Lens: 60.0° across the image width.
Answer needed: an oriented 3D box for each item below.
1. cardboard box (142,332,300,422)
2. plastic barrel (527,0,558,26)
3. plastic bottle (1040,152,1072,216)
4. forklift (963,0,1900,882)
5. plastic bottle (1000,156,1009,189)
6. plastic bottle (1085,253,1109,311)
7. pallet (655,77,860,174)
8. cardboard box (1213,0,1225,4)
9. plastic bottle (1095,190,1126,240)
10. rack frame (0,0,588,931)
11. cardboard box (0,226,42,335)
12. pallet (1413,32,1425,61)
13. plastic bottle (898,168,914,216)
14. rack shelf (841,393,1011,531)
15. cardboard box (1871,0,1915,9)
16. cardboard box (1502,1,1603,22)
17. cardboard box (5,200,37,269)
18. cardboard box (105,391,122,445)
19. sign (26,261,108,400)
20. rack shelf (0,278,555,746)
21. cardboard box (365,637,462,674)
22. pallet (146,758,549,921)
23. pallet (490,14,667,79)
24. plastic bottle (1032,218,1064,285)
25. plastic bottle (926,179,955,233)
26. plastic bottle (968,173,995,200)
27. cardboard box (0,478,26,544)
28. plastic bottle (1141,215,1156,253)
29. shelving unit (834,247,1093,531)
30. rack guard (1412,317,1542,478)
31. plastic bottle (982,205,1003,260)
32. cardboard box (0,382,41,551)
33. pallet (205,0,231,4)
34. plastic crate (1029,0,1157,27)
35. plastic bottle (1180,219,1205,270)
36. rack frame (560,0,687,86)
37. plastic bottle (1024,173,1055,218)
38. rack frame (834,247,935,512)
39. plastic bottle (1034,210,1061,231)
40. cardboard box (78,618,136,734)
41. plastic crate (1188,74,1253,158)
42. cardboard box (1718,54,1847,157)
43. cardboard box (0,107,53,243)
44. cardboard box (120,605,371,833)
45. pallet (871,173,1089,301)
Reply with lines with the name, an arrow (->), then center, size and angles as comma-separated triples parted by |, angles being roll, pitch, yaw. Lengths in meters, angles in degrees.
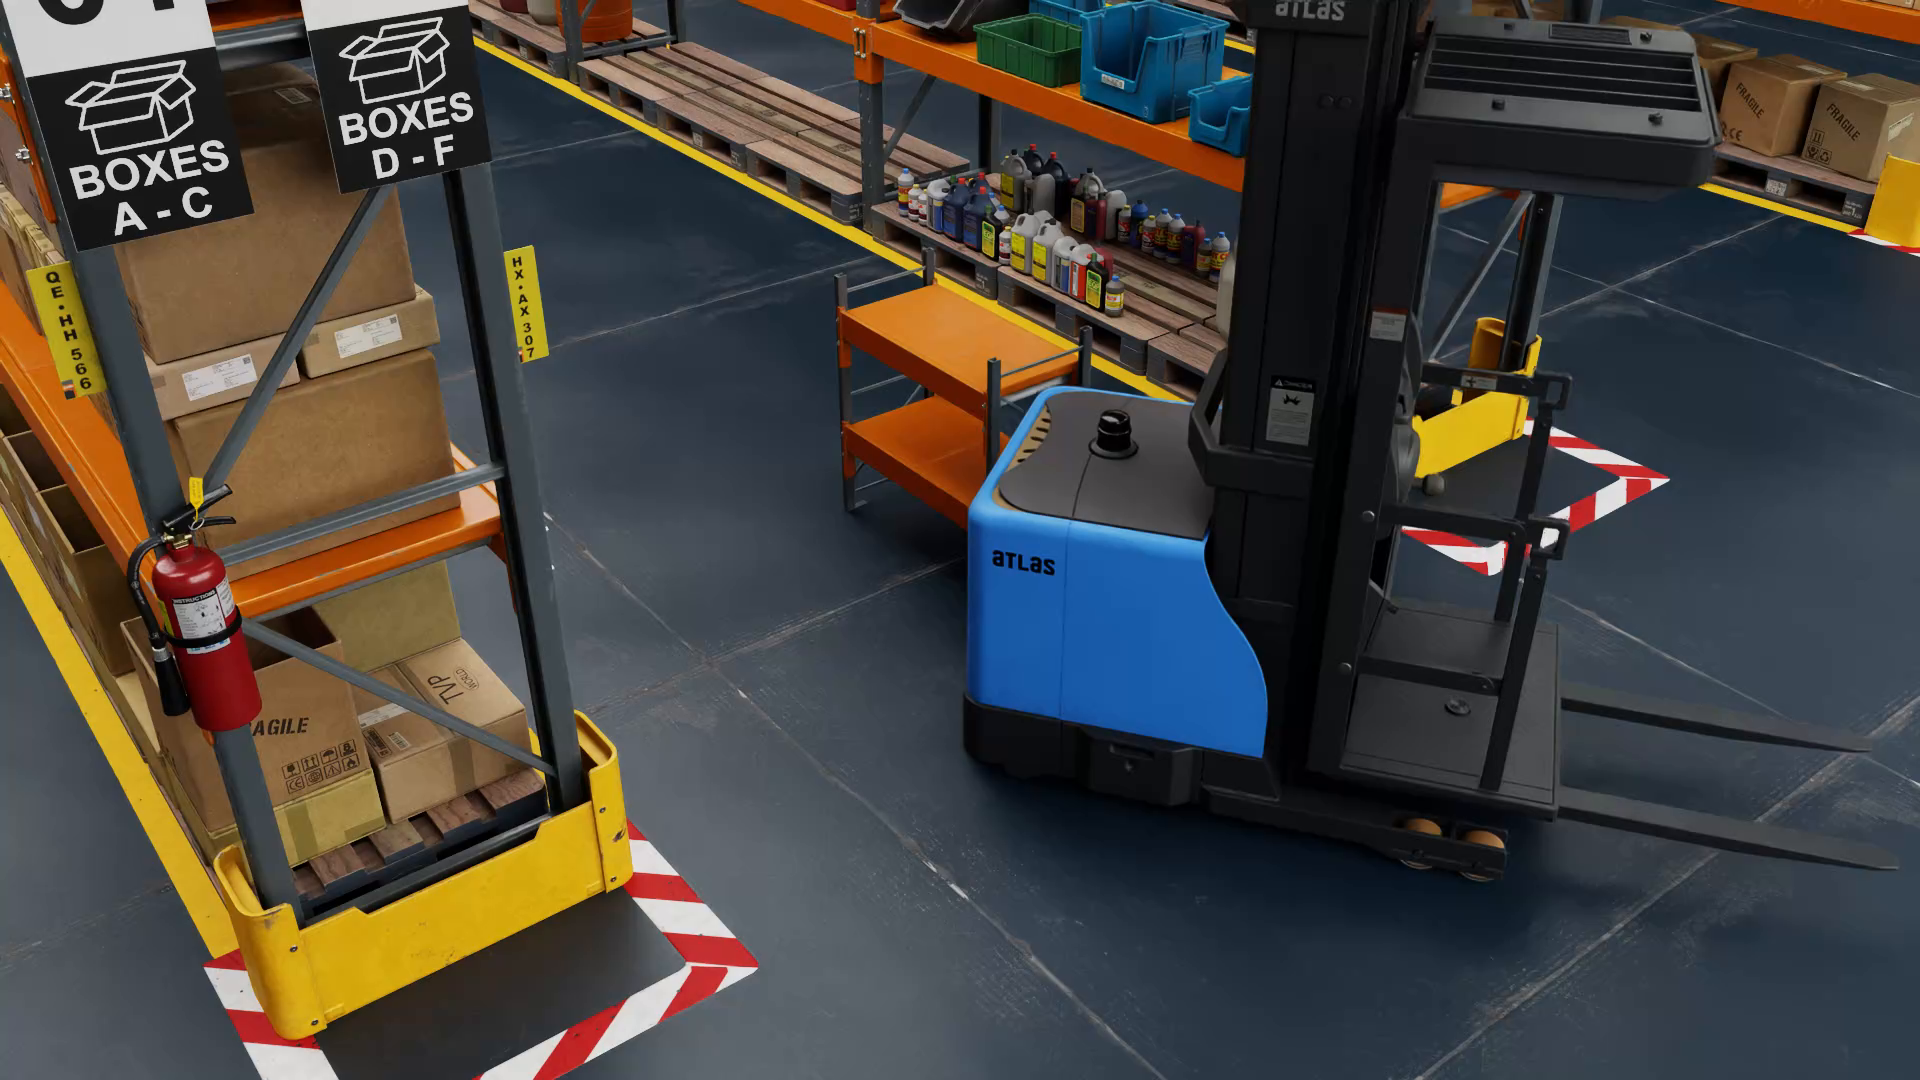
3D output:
cardboard box -> -2.017, -0.477, 4.466 | 0.380, 0.149, 0.250 | -23, 39, -32
plastic barrel -> -3.354, -4.523, 13.649 | 0.421, 0.512, 0.421 | 0, 32, 0
plastic bottle -> 0.570, -2.136, 9.940 | 0.144, 0.351, 0.185 | -24, 39, -34
forklift -> 1.586, -0.442, 5.184 | 3.031, 2.935, 1.130 | 10, 33, 15
plastic bottle -> 0.298, -2.277, 10.309 | 0.097, 0.201, 0.097 | 0, 32, 0
plastic bottle -> 0.724, -1.362, 8.757 | 0.061, 0.283, 0.133 | -21, 38, -30
pallet -> -1.435, -2.969, 11.830 | 1.003, 0.211, 1.213 | -22, 38, -31
cardboard box -> 2.419, -4.990, 14.394 | 0.700, 0.500, 0.500 | -19, 37, -28
plastic bottle -> 0.864, -1.901, 9.632 | 0.152, 0.276, 0.135 | -22, 38, -31
rack frame -> -1.633, -0.062, 4.506 | 1.000, 3.000, 0.127 | -22, 38, -31
cardboard box -> -3.175, -1.160, 6.180 | 0.700, 0.500, 0.500 | -22, 38, -31
pallet -> 3.263, -4.072, 13.605 | 1.003, 0.211, 1.213 | -22, 38, -31
plastic bottle -> -0.321, -2.083, 9.930 | 0.097, 0.271, 0.097 | 0, 32, 0
rack shelf -> -0.004, -0.273, 7.087 | 0.538, 0.278, 1.000 | -22, 38, -31
cardboard box -> 5.704, -3.315, 9.982 | 0.380, 0.149, 0.250 | -22, 38, -31
cardboard box -> 4.313, -3.633, 12.227 | 0.500, 0.500, 0.500 | -11, 33, -16
cardboard box -> -2.813, -1.016, 5.334 | 0.380, 0.149, 0.250 | -21, 38, -30
cardboard box -> -2.235, -0.520, 5.150 | 0.700, 0.500, 0.500 | -21, 38, -30
sign -> -2.070, -0.484, 3.865 | 0.100, 0.325, 0.005 | -22, 38, -31
rack shelf -> -2.859, -0.590, 6.038 | 1.077, 0.370, 4.000 | -22, 38, -31
cardboard box -> -2.095, 0.425, 5.930 | 0.500, 0.250, 0.500 | -22, 38, -31
pallet -> -2.135, 0.818, 5.733 | 1.003, 0.211, 1.213 | -22, 38, -31
pallet -> -3.140, -4.127, 13.695 | 1.003, 0.211, 1.213 | -22, 38, -31
plastic bottle -> 0.487, -1.587, 9.056 | 0.144, 0.351, 0.185 | -21, 37, -29
plastic bottle -> -0.101, -1.959, 9.726 | 0.152, 0.276, 0.135 | -21, 37, -30
plastic bottle -> 0.111, -1.967, 9.668 | 0.144, 0.351, 0.185 | -22, 38, -31
cardboard box -> -3.738, -0.238, 6.998 | 0.500, 0.250, 0.500 | -22, 38, -31
plastic bottle -> 1.085, -1.743, 9.449 | 0.097, 0.201, 0.097 | 0, 32, 0
shelving unit -> -0.004, -0.481, 6.958 | 0.538, 1.125, 1.048 | -22, 38, -31
rack guard -> 2.199, -0.617, 7.770 | 1.175, 0.500, 0.348 | -22, 38, -31
plastic bottle -> 0.181, -1.731, 9.352 | 0.061, 0.283, 0.133 | -20, 37, -29
cardboard box -> -3.435, -0.346, 6.462 | 0.500, 0.500, 0.500 | -22, 38, -31
pallet -> -2.046, -1.601, 4.226 | 1.003, 0.211, 1.213 | -22, 38, -31
plastic crate -> 0.723, -2.893, 9.206 | 0.499, 0.251, 0.616 | -22, 38, -31
plastic bottle -> 1.292, -1.652, 9.225 | 0.061, 0.283, 0.133 | -22, 38, -31
rack frame -> -2.623, -4.997, 12.452 | 1.000, 3.000, 0.127 | -22, 38, -31
plastic bottle -> 0.468, -2.046, 9.866 | 0.152, 0.276, 0.135 | -22, 38, -31
rack frame -> -0.316, -0.693, 7.299 | 0.500, 1.125, 0.032 | -22, 38, -31
plastic bottle -> 0.475, -1.691, 9.295 | 0.152, 0.276, 0.135 | -22, 38, -31
cardboard box -> -2.819, 0.388, 5.991 | 0.500, 0.250, 0.500 | -22, 38, -31
plastic crate -> 1.345, -1.984, 7.742 | 0.499, 0.251, 0.408 | -22, 38, -31
cardboard box -> 5.432, -2.885, 11.024 | 0.500, 0.500, 0.500 | -12, 34, -19
cardboard box -> -2.578, -1.303, 5.181 | 0.700, 0.500, 0.500 | -22, 38, -31
cardboard box -> -2.197, 0.482, 5.128 | 0.500, 0.500, 0.500 | -22, 38, -31
pallet -> 0.208, -1.852, 10.031 | 1.003, 0.211, 1.213 | -22, 38, -31
